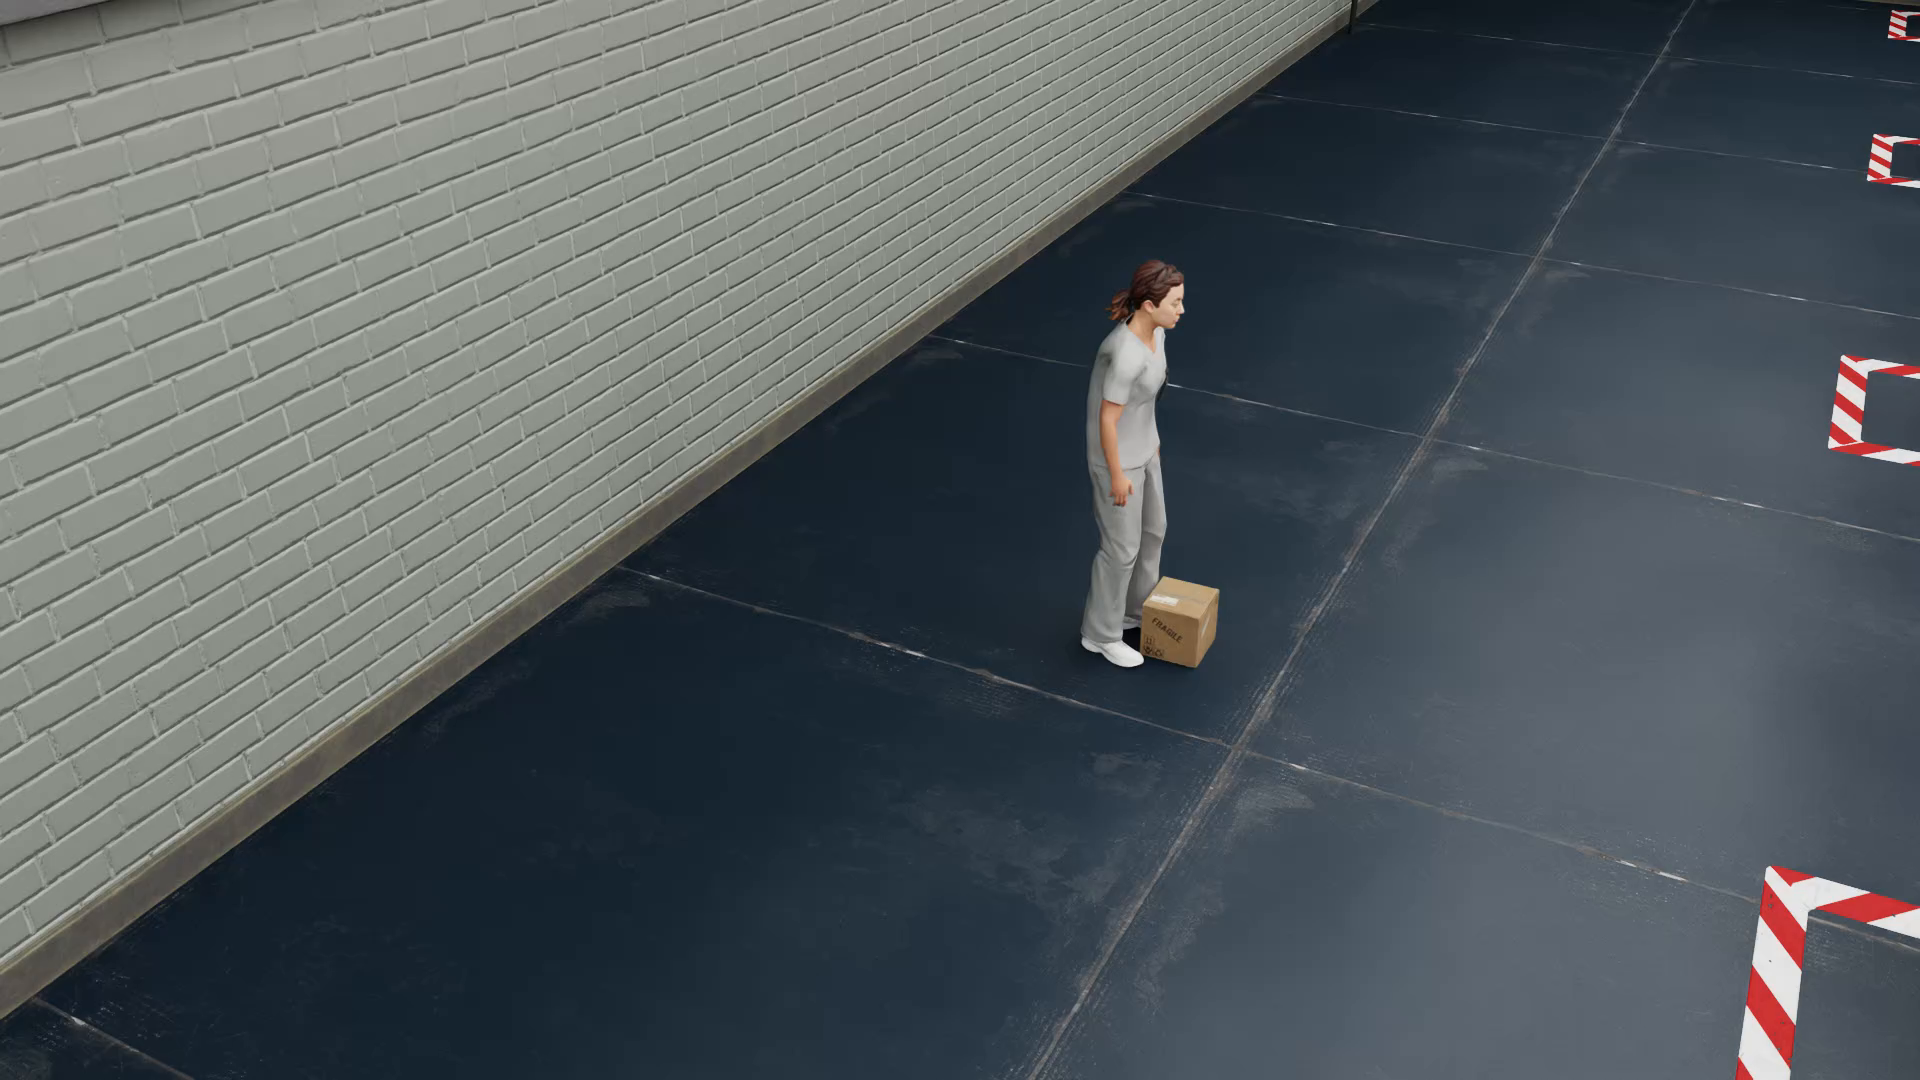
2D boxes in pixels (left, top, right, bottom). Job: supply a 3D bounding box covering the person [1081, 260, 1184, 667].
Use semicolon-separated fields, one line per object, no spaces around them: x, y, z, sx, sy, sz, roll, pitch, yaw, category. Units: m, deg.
0.715;-0.217;6.740;0.416;1.435;0.502;13;33;21;person
